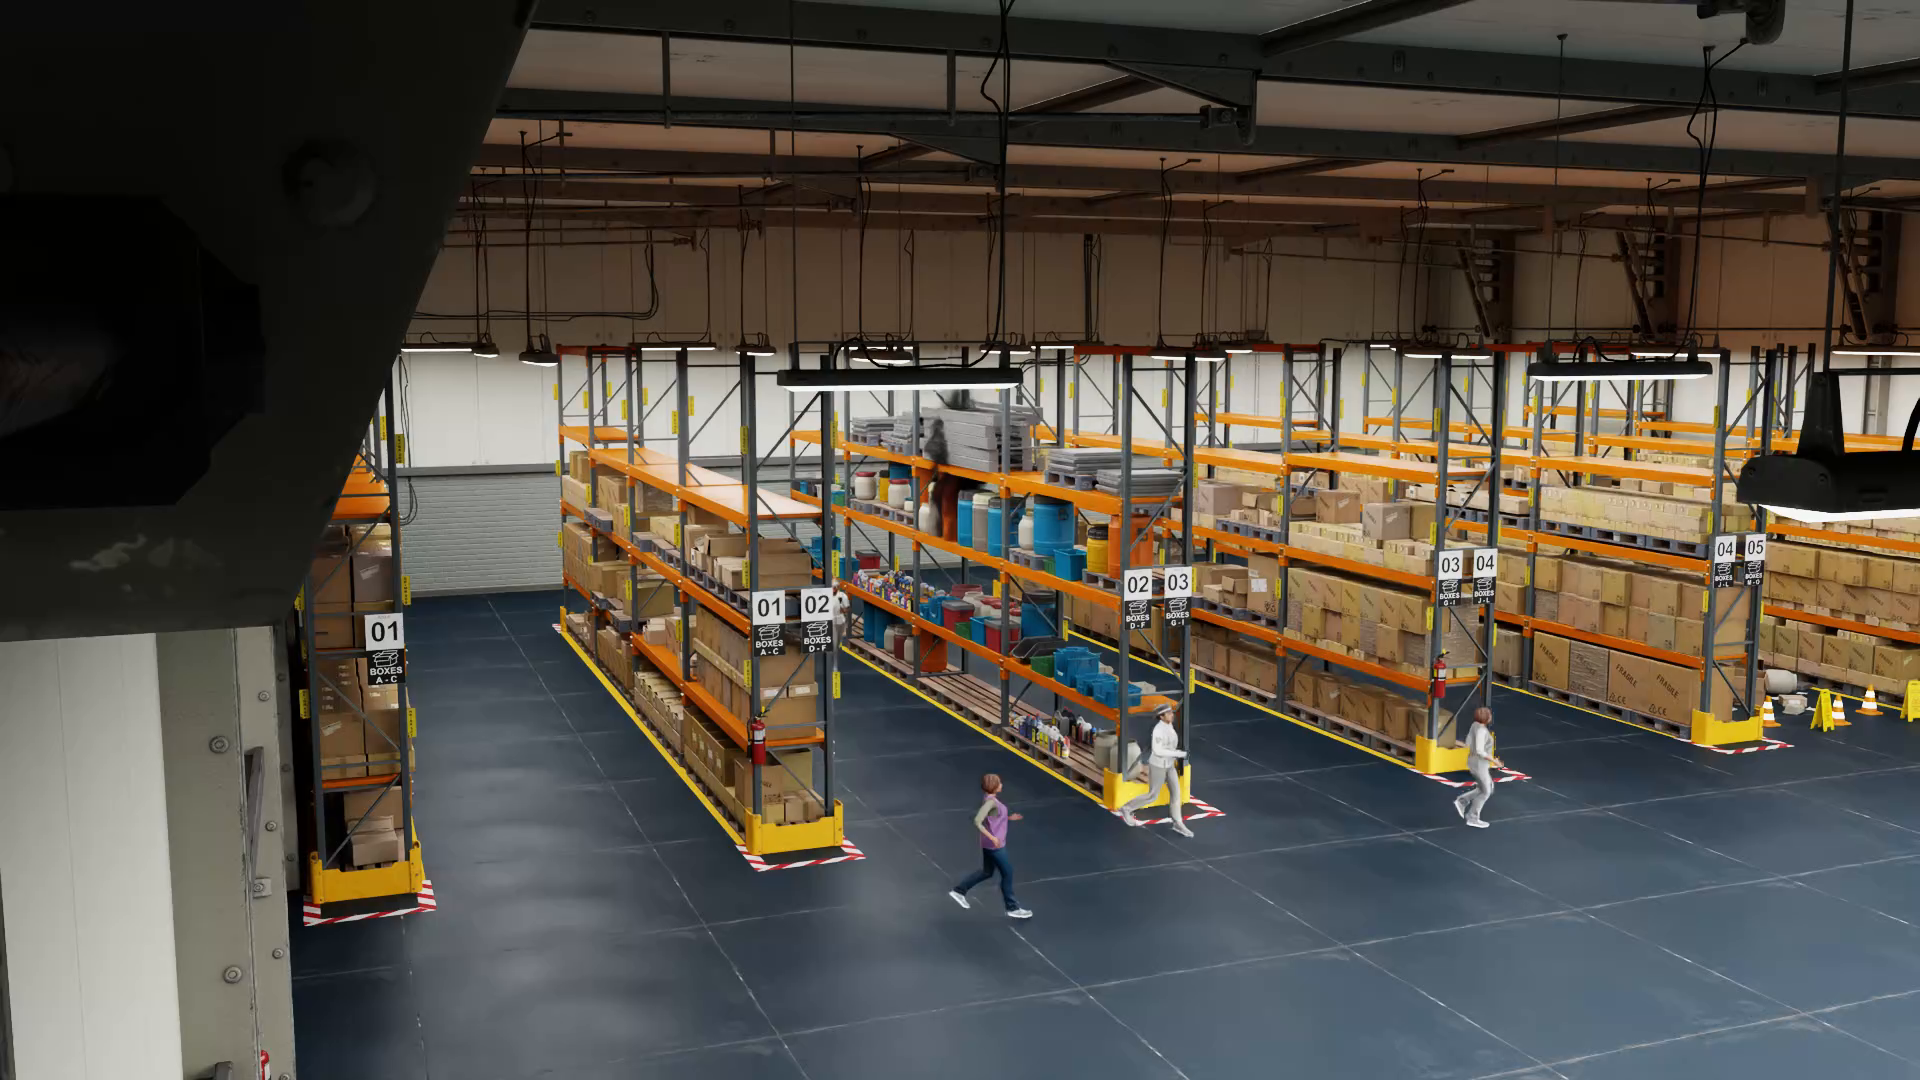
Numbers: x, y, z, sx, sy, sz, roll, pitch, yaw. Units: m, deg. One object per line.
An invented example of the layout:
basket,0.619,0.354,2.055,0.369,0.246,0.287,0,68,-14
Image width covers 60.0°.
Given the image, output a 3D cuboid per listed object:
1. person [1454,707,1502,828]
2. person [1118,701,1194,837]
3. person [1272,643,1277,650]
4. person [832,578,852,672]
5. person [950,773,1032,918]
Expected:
person,6.583,2.885,21.124,0.541,1.565,0.557,1,7,10
person,2.484,2.848,20.872,0.936,1.709,0.597,4,8,26
person,6.063,1.470,31.551,0.634,1.763,0.677,-2,8,-15
person,-2.216,1.506,29.703,0.556,1.704,0.806,-2,7,-14
person,0.336,3.271,17.816,0.891,1.581,0.540,-1,7,-4
